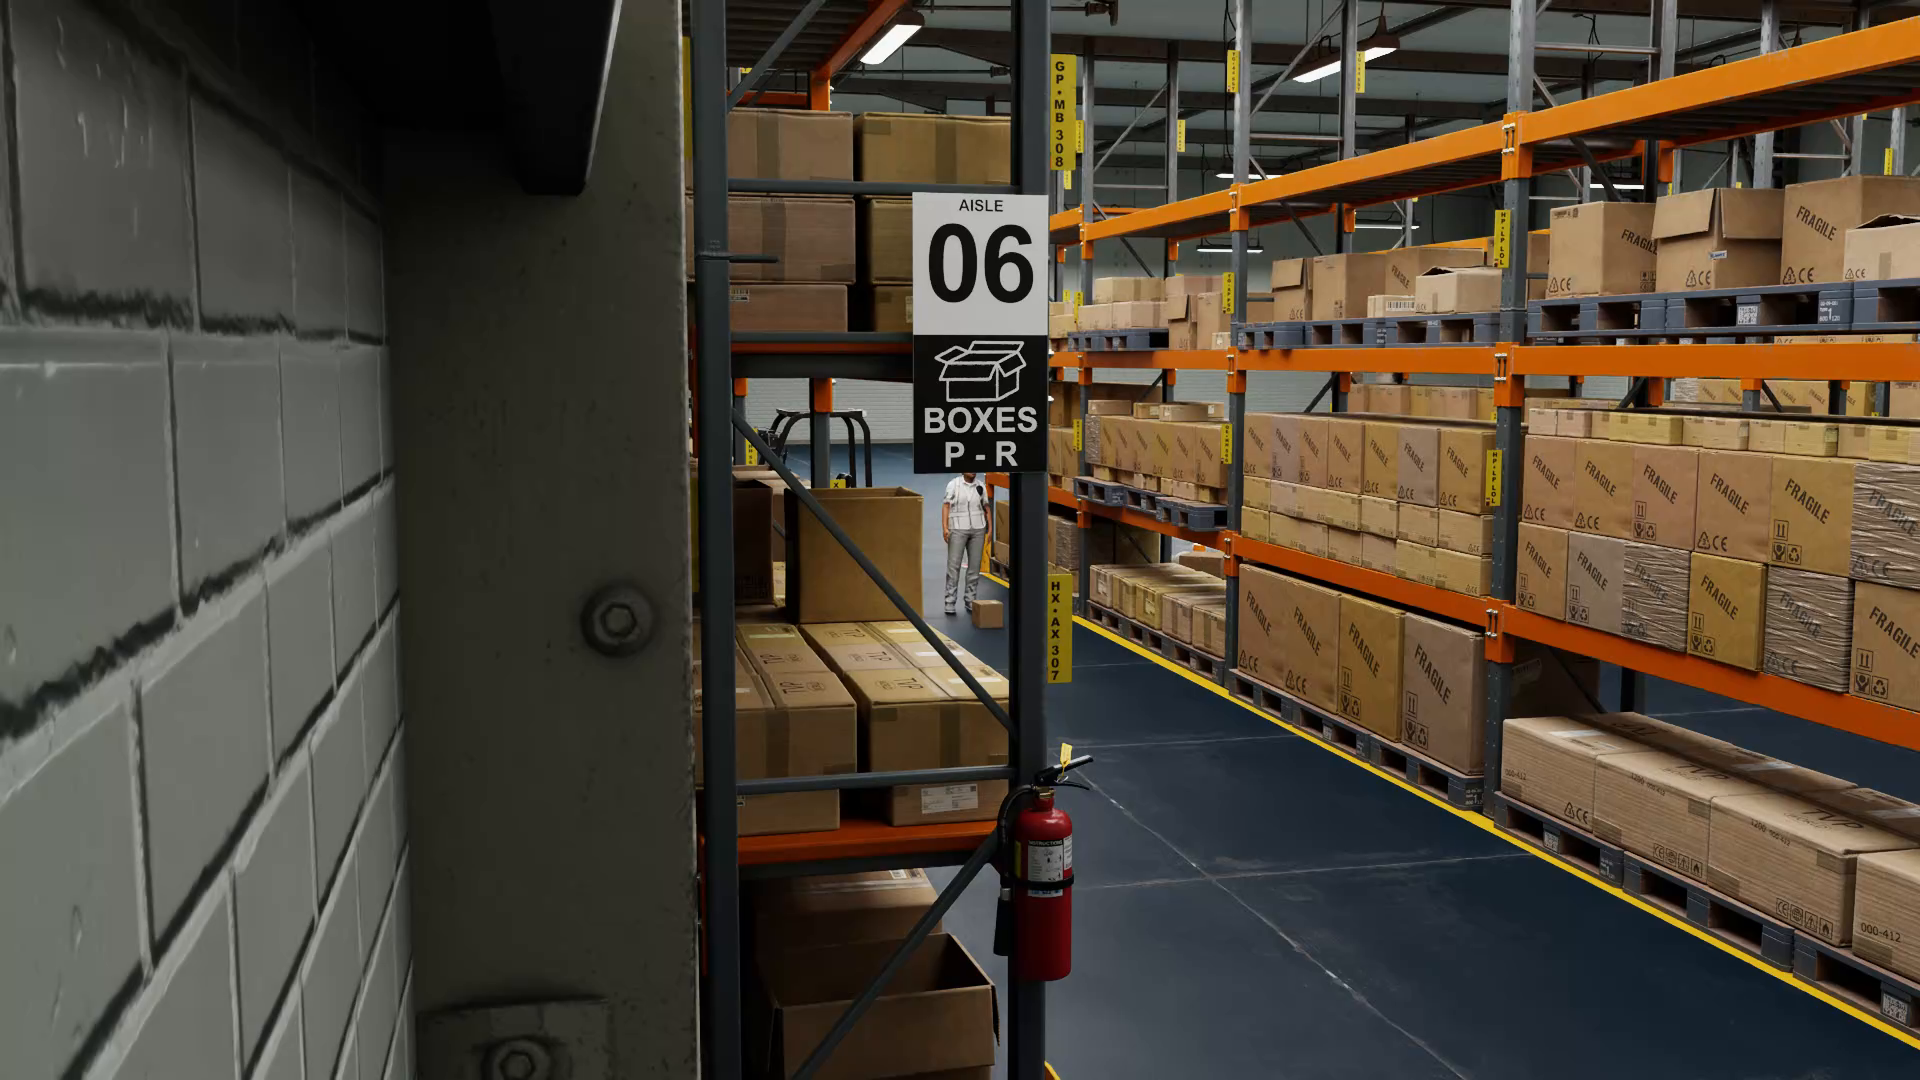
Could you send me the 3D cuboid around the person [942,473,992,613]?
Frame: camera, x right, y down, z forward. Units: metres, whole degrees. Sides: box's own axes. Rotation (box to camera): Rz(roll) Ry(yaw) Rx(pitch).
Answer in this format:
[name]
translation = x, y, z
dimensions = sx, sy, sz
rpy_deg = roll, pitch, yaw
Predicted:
[person]
translation = 0.079, -0.069, 18.056
dimensions = 0.599, 1.671, 0.529
rpy_deg = -2, 6, -15
